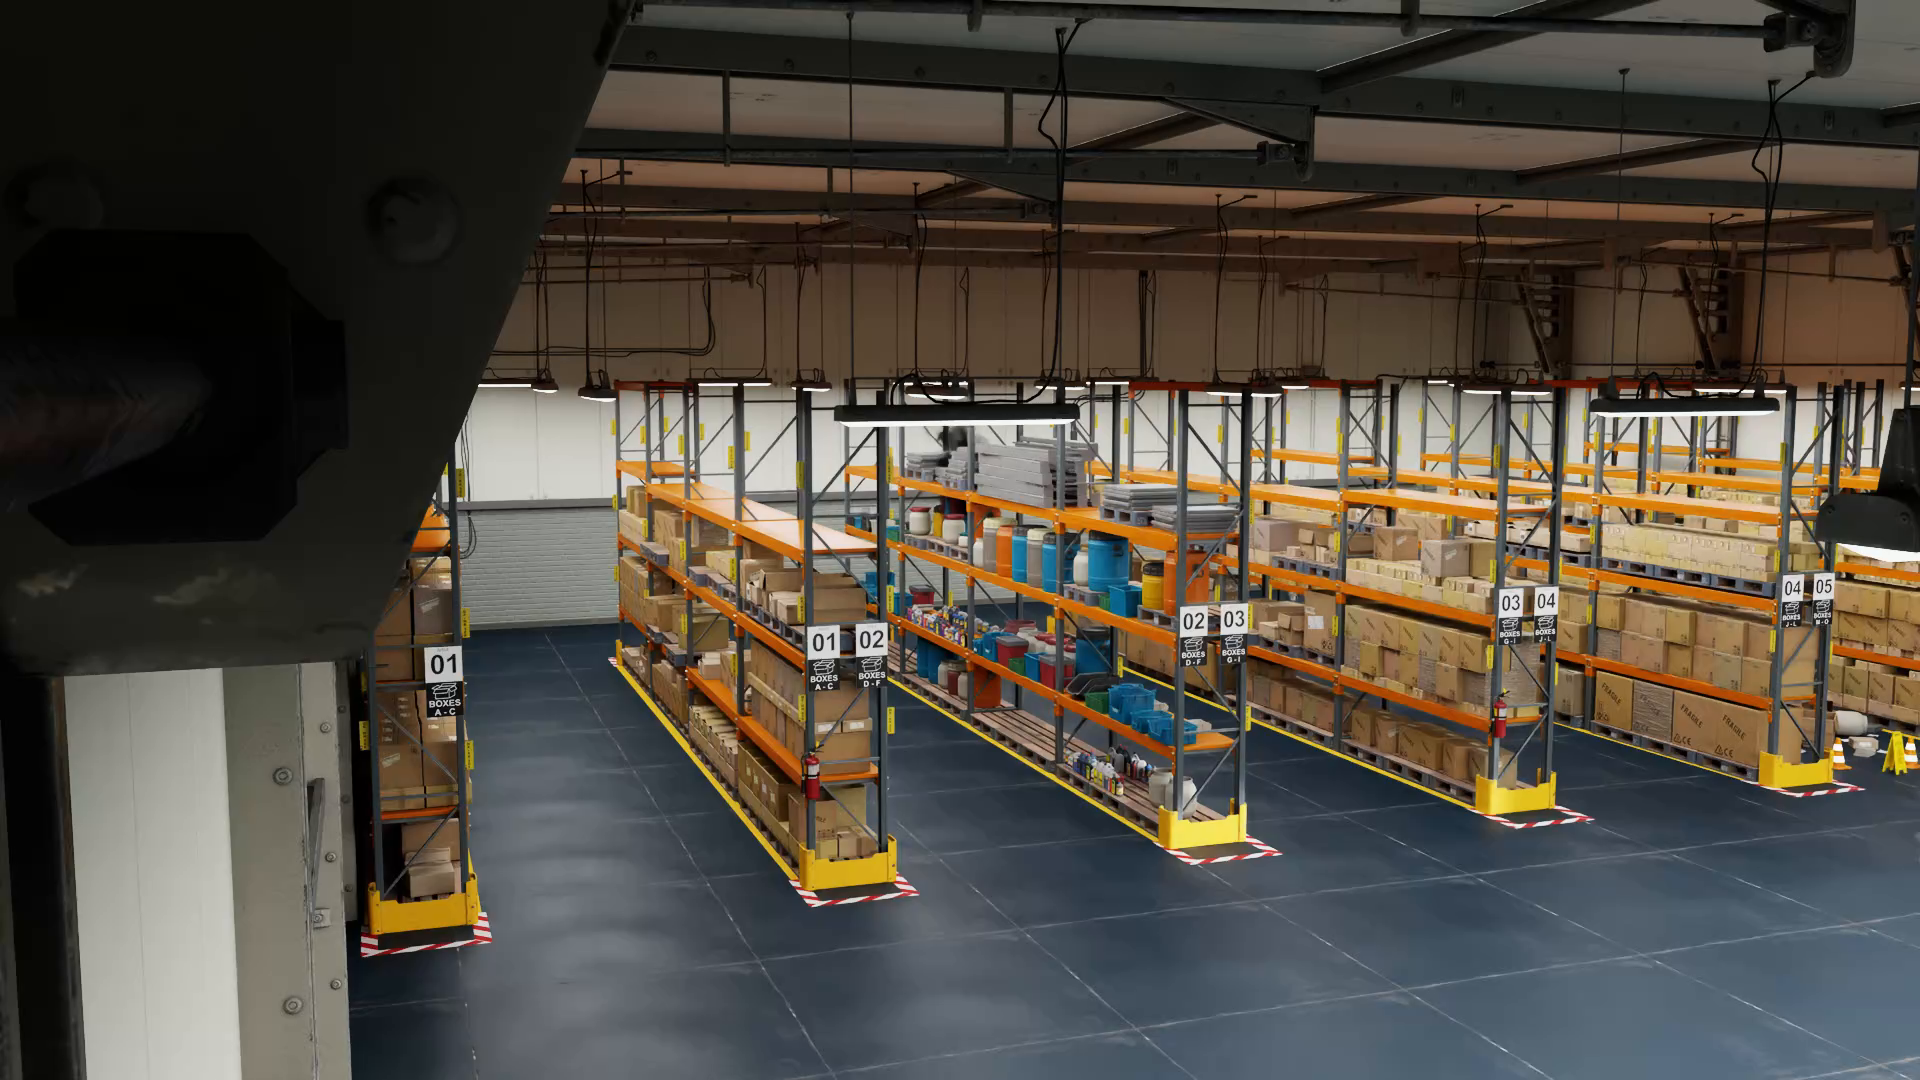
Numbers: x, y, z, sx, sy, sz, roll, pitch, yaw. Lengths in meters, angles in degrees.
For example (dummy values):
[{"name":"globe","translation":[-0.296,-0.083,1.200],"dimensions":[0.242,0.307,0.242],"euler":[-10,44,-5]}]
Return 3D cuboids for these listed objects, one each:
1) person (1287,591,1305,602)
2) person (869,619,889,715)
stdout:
[{"name":"person","translation":[8.601,0.995,42.103],"dimensions":[0.767,1.841,0.645],"euler":[-4,7,-32]},{"name":"person","translation":[-1.455,2.194,28.482],"dimensions":[0.569,1.702,0.861],"euler":[-3,7,-26]}]
